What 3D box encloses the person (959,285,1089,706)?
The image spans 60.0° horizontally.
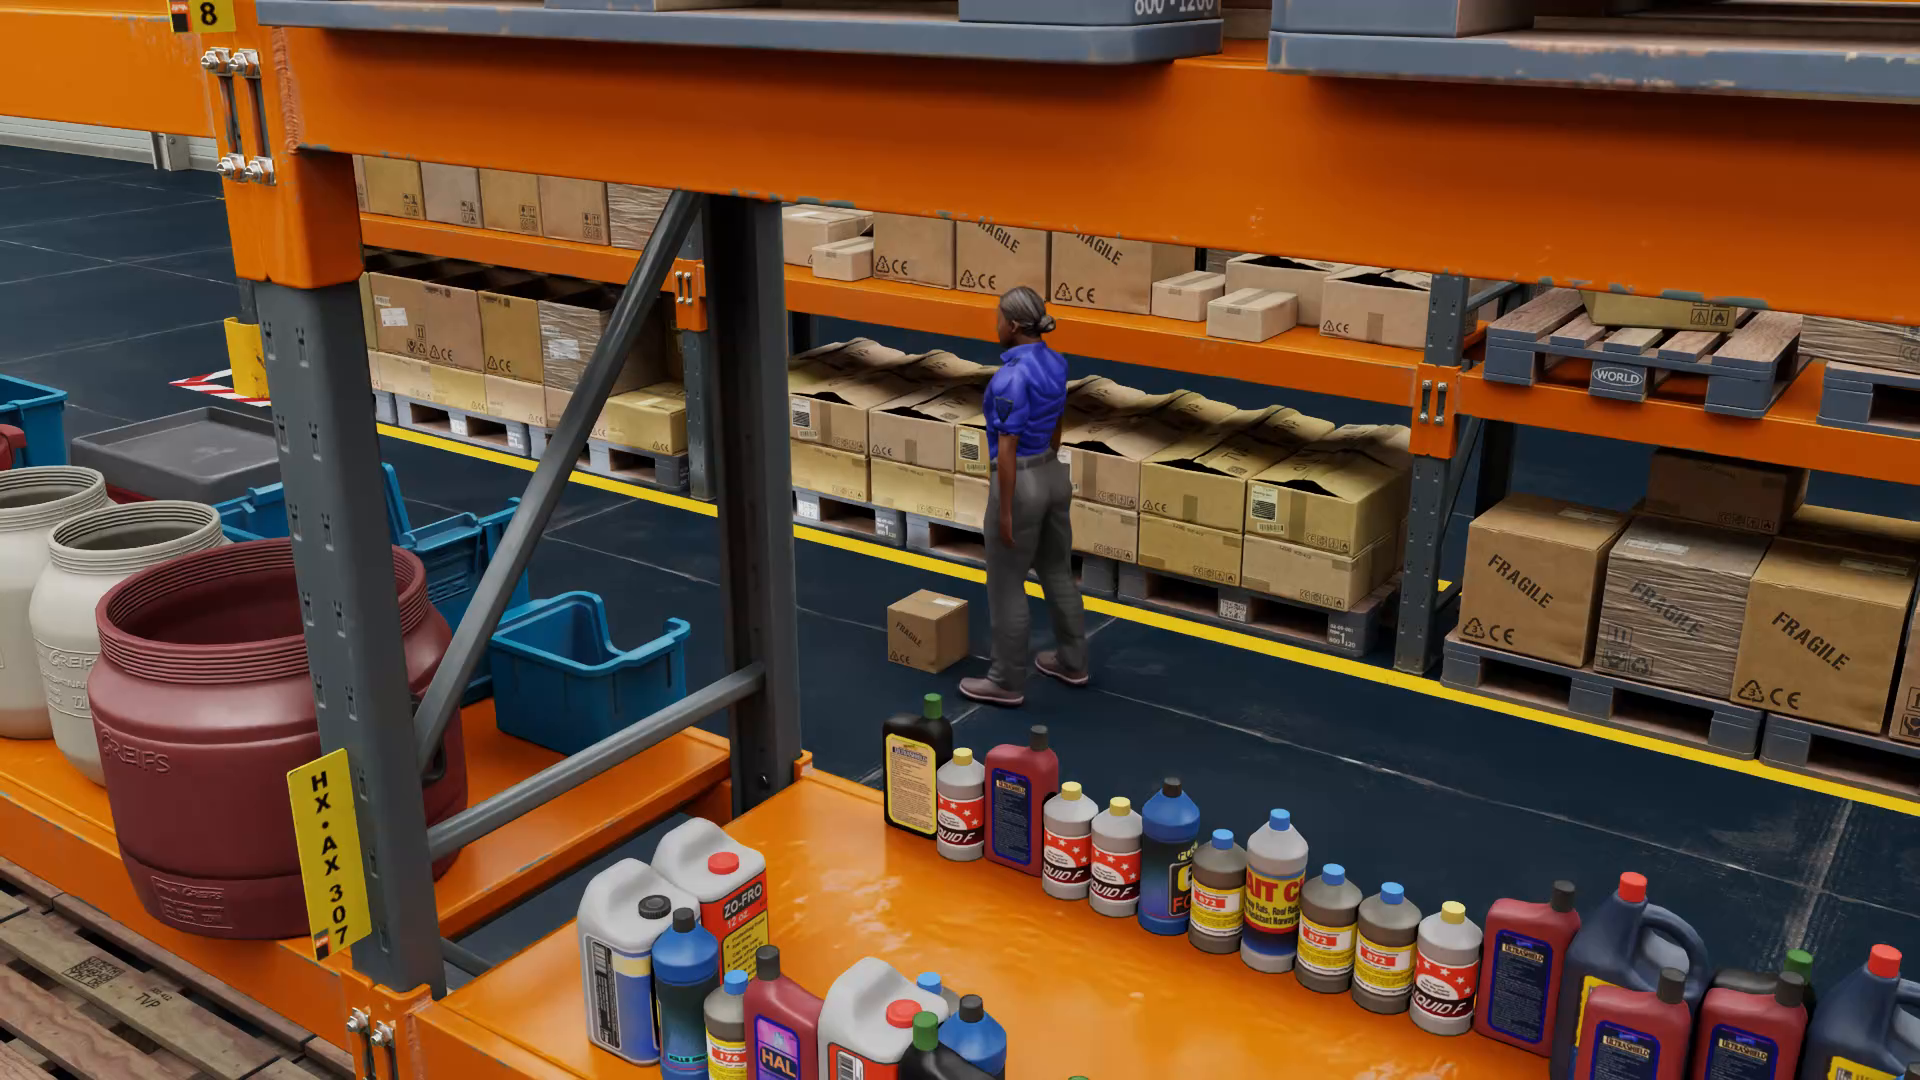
[{"bbox_3d":[0.274,-0.177,6.559,0.413,1.659,0.503,13,24,32],"label":"person"}]
